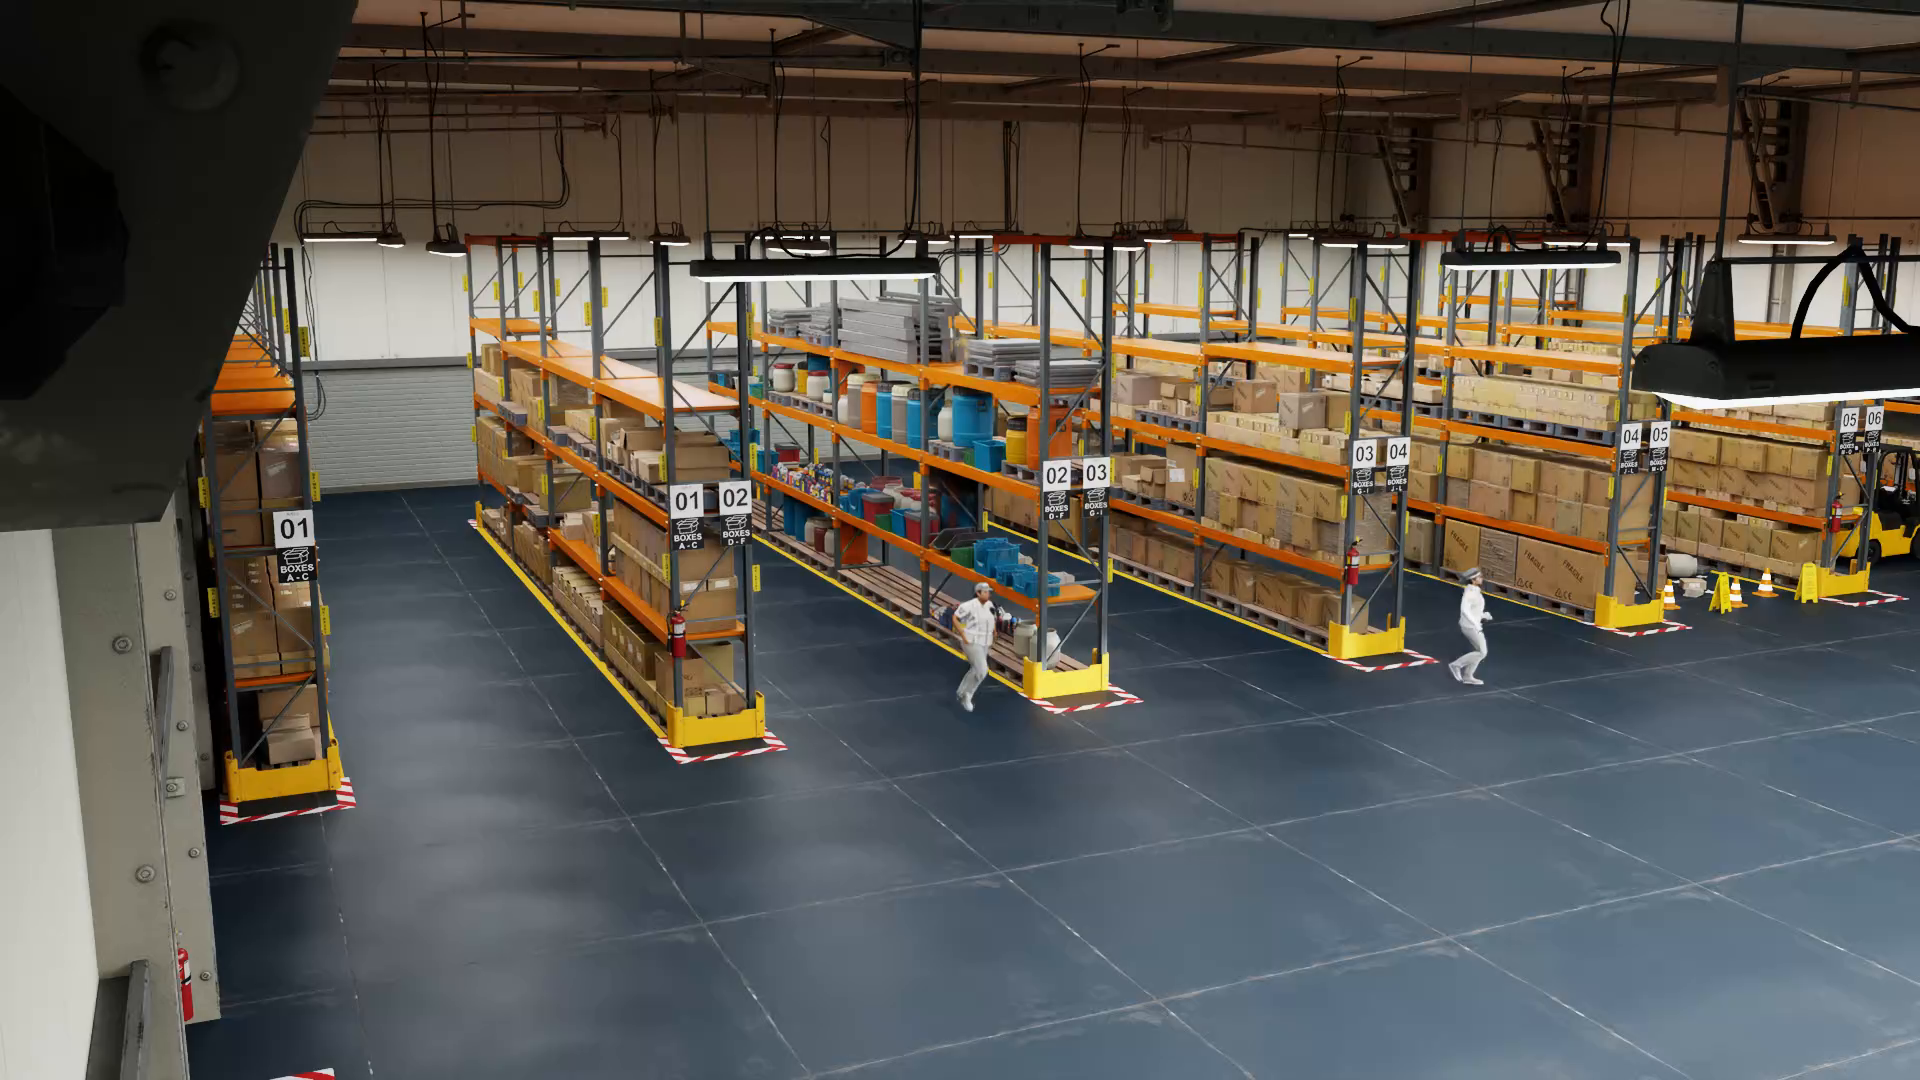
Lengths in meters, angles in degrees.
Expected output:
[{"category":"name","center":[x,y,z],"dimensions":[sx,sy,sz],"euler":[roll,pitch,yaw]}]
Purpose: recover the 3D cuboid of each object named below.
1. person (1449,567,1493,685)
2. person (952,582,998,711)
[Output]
[{"category":"person","center":[7.026,1.171,22.748],"dimensions":[0.505,1.653,0.641],"euler":[3,11,14]},{"category":"person","center":[0.240,1.381,21.791],"dimensions":[0.608,1.666,0.631],"euler":[11,15,43]}]
